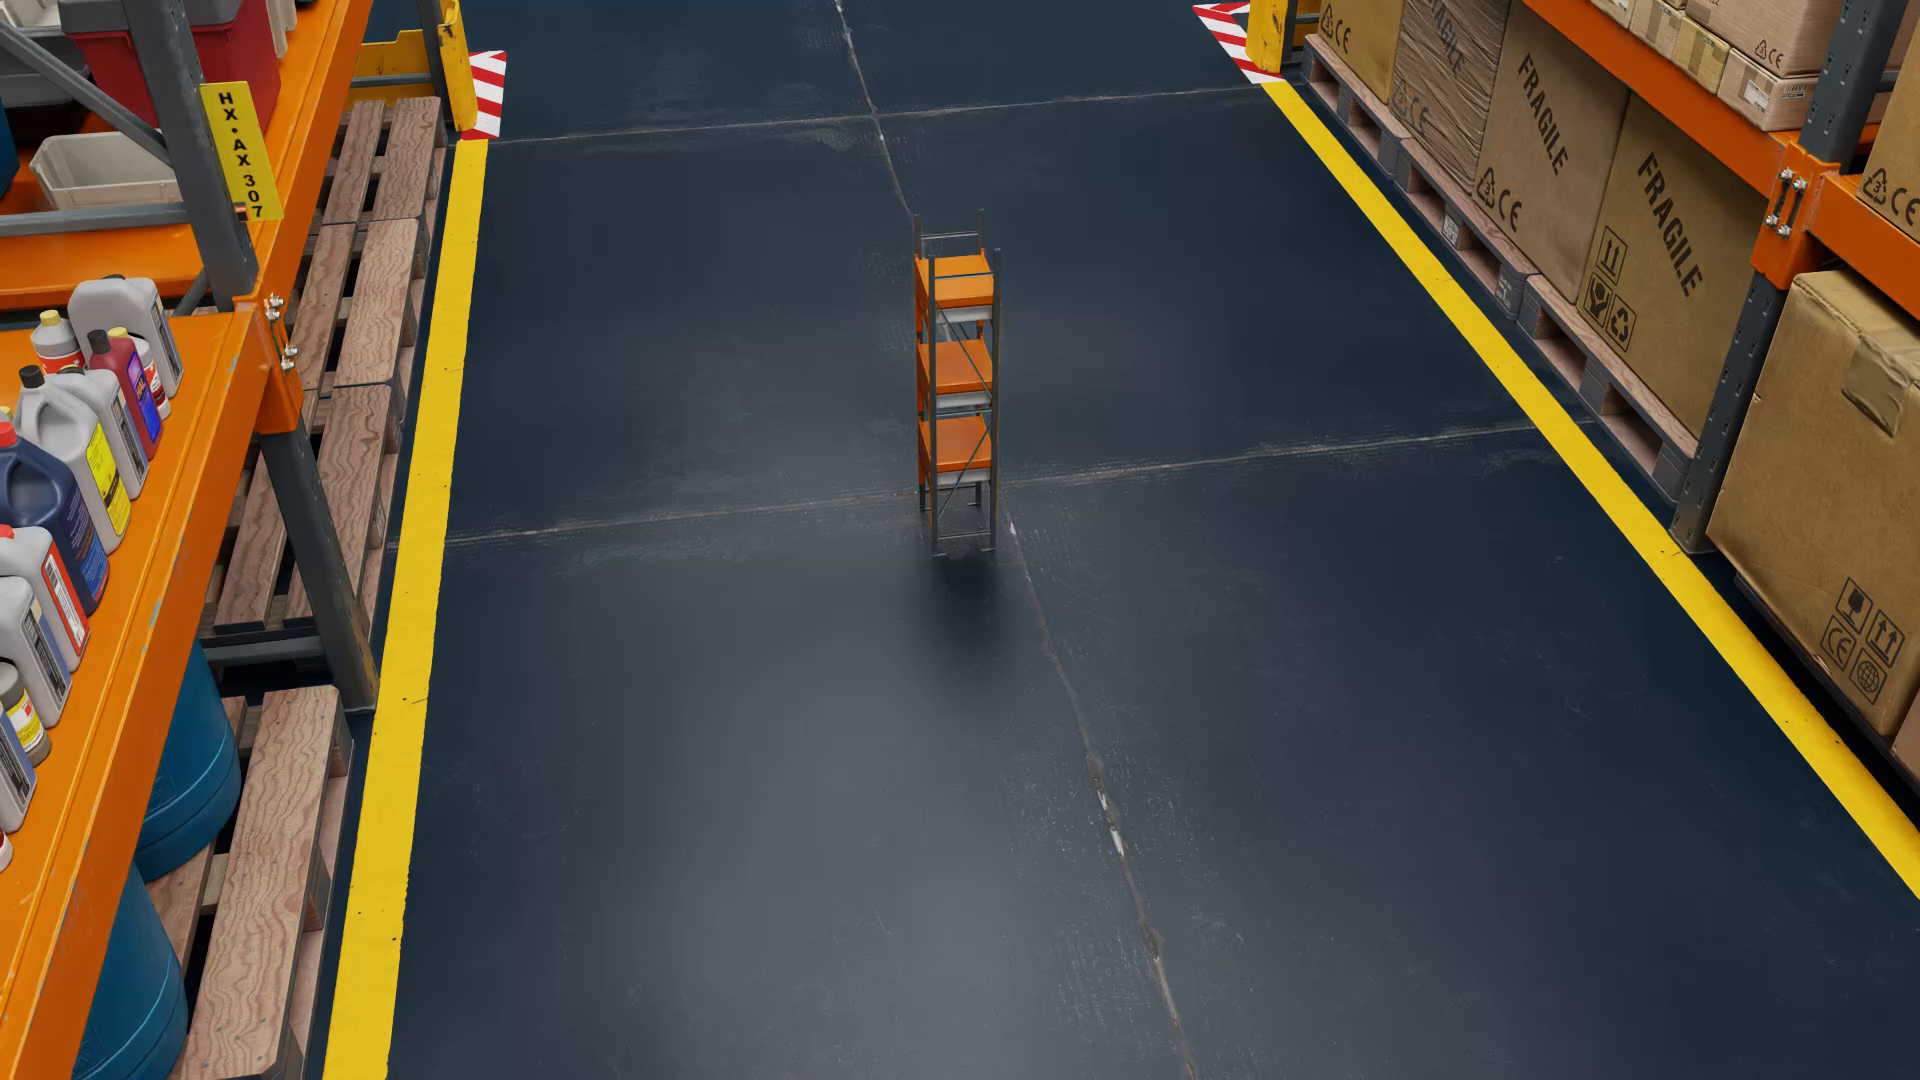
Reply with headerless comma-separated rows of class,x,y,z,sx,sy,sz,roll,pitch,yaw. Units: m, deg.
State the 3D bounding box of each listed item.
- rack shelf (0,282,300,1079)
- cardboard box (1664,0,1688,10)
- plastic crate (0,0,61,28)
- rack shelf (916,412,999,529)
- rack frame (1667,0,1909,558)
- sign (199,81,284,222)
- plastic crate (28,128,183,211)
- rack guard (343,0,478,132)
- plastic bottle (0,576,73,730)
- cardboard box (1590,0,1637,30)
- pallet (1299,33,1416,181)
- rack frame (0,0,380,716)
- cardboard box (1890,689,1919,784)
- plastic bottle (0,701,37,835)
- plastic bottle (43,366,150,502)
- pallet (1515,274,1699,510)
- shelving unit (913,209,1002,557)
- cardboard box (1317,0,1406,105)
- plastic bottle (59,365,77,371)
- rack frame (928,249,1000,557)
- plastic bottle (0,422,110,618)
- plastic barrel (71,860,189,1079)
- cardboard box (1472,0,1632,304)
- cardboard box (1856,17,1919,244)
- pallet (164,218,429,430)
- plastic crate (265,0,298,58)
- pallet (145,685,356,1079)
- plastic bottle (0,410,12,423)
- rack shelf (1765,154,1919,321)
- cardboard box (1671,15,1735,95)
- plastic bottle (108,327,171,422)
rack shelf,-1.779,0.804,2.357,1.077,0.370,4.000,-6,38,-8
cardboard box,2.318,-1.830,5.041,0.500,0.250,0.500,-5,38,-7
plastic crate,-2.731,-1.627,5.066,0.293,0.136,0.466,-6,38,-8
rack shelf,-0.009,-0.219,5.147,0.215,0.259,0.240,-6,38,-8
rack frame,2.747,-1.221,4.377,1.000,3.000,0.127,-6,38,-8
sign,-1.588,-0.856,3.681,0.100,0.325,0.005,-6,38,-8
plastic crate,-2.070,-0.904,4.135,0.396,0.136,0.243,-6,38,-8
rack guard,-2.848,-2.130,7.585,1.175,0.500,0.348,-6,38,-8
plastic bottle,-1.566,0.170,2.687,0.152,0.276,0.135,-6,38,-8
cardboard box,2.236,-1.737,5.245,0.380,0.149,0.250,-6,38,-7
pallet,2.263,-2.061,7.731,1.003,0.211,1.213,-6,38,-8
rack frame,-2.129,-0.688,3.691,1.000,3.000,0.127,-6,38,-8
cardboard box,3.036,0.376,3.711,1.225,0.875,0.875,-7,38,-10
plastic bottle,-1.525,0.310,2.507,0.152,0.276,0.135,-6,38,-8
plastic bottle,-1.678,-0.216,3.184,0.152,0.276,0.135,-6,38,-8
pallet,2.690,-0.588,5.834,1.003,0.211,1.213,-6,38,-8
shelving unit,-0.009,-0.447,4.970,0.215,1.050,0.252,-6,38,-8
cardboard box,2.236,-2.586,7.523,0.875,0.875,0.875,-6,38,-8
plastic bottle,-1.731,-0.253,3.292,0.097,0.201,0.097,0,38,0
rack frame,0.012,-0.373,4.875,0.200,1.050,0.008,-6,38,-8
plastic bottle,-1.614,-0.037,2.893,0.144,0.351,0.185,-6,38,-8
plastic barrel,-1.927,0.732,3.230,0.600,0.901,0.708,-6,38,-8
cardboard box,2.552,-1.499,6.124,0.875,0.875,0.875,-6,38,-8
cardboard box,2.581,-0.956,3.954,0.500,0.500,0.500,-6,38,-8
pallet,-2.514,-0.766,6.063,1.003,0.211,1.213,-6,38,-8
plastic crate,-2.216,-1.607,4.922,0.437,0.282,0.530,-6,38,-8
pallet,-2.035,0.883,3.941,1.003,0.211,1.213,-6,38,-8
plastic bottle,-1.788,-0.133,3.017,0.144,0.351,0.185,-6,38,-8
rack shelf,3.097,0.271,3.043,1.077,0.370,4.000,-6,38,-8
cardboard box,2.325,-1.427,4.846,0.380,0.149,0.250,-6,38,-7
plastic bottle,-1.695,-0.340,3.404,0.097,0.201,0.097,0,38,0
